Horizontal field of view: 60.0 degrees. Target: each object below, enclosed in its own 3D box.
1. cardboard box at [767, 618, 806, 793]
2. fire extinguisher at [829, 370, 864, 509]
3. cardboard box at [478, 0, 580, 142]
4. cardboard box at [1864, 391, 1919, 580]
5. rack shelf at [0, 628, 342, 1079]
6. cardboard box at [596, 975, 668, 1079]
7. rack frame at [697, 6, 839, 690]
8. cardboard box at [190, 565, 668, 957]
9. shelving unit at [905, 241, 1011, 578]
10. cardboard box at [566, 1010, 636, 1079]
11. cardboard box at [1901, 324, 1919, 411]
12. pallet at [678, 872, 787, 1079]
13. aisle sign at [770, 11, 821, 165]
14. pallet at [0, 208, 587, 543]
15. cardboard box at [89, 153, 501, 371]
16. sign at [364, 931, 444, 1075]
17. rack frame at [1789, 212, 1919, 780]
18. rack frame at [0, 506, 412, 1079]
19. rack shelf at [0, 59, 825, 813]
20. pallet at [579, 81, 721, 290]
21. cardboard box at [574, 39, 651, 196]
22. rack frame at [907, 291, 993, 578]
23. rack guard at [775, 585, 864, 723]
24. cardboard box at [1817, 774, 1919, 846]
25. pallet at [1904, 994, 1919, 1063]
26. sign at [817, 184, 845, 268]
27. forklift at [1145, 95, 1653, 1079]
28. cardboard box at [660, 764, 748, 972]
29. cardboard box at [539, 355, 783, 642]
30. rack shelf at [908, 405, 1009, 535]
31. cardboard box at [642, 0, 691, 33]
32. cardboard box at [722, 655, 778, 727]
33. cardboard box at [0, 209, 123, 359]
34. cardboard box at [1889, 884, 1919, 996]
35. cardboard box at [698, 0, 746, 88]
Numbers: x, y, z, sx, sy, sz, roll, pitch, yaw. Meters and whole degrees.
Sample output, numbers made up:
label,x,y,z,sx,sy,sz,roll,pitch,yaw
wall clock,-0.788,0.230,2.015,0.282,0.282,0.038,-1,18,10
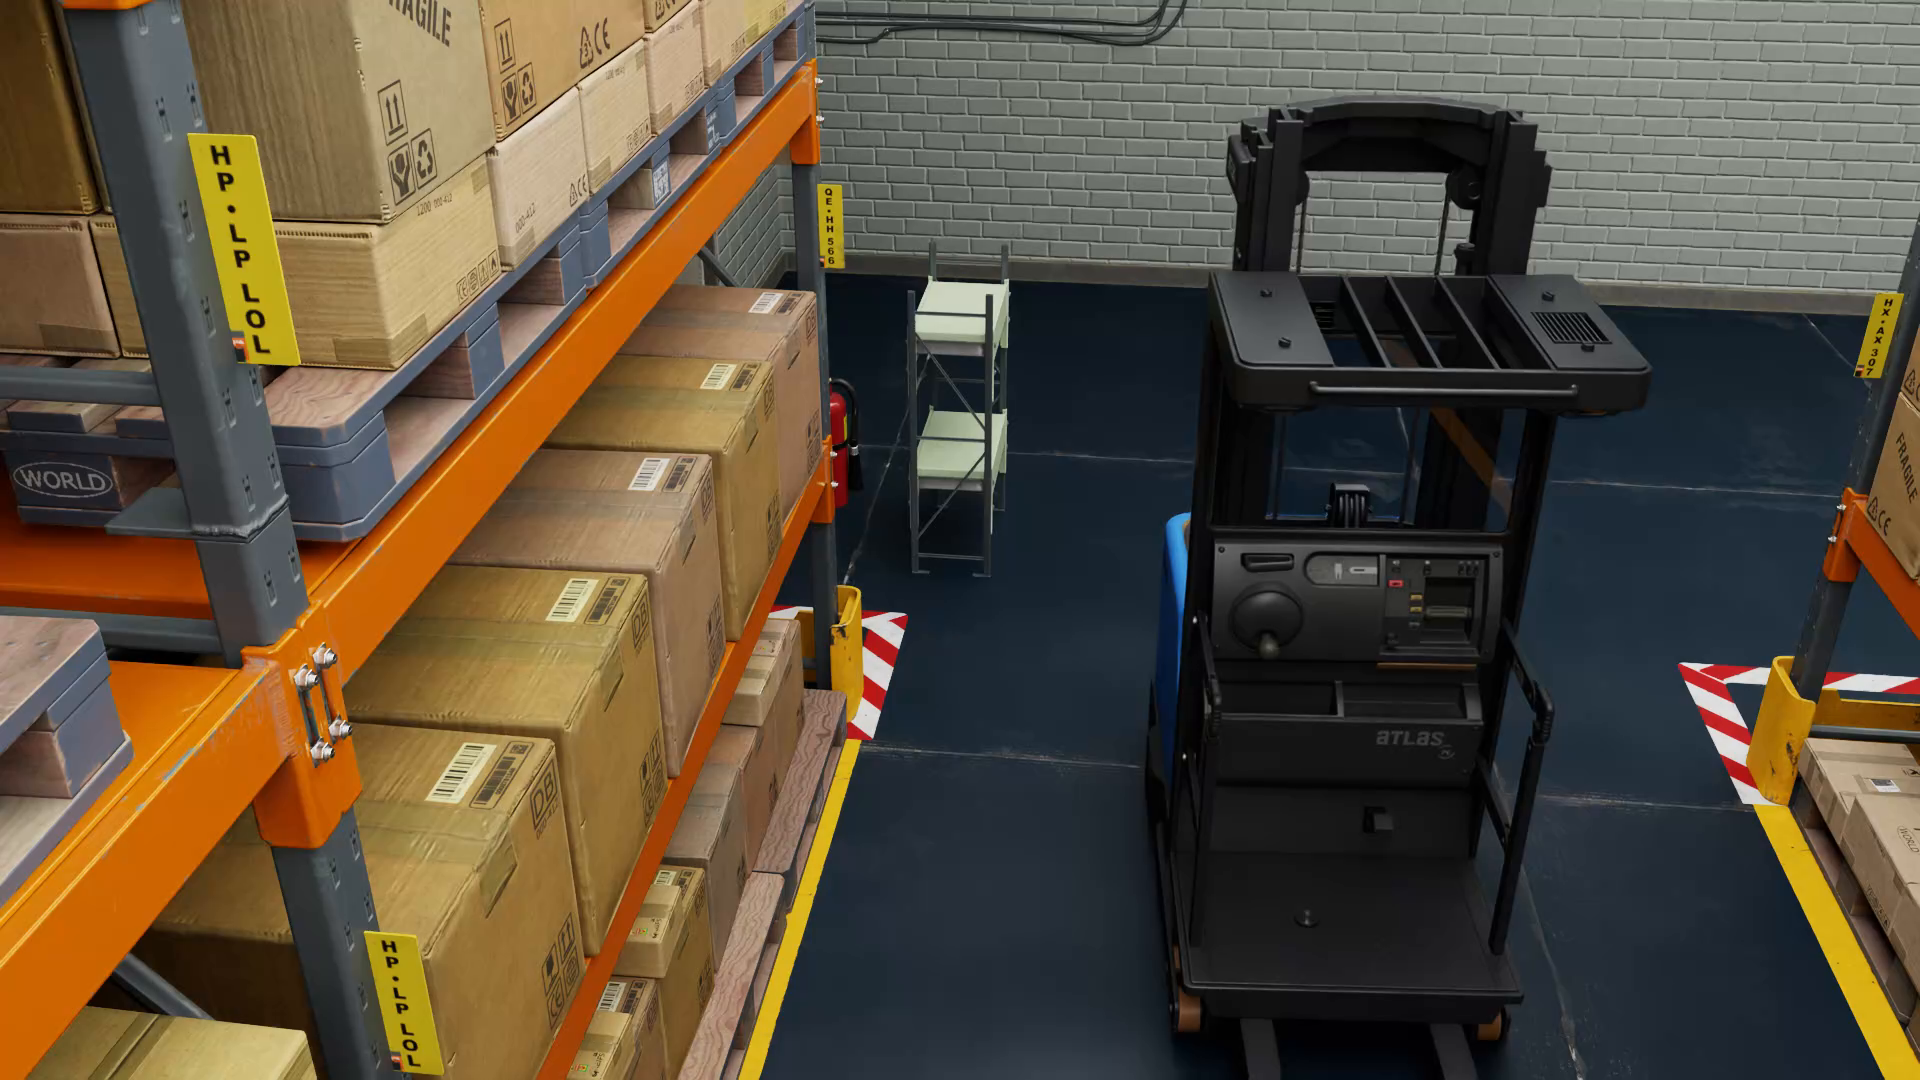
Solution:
label,x,y,z,sx,sy,sz,roll,pitch,yaw
cardboard box,-1.017,0.635,6.602,0.700,0.500,0.500,3,28,6
fire extinguisher,-0.554,-0.462,6.920,0.296,0.674,0.183,3,28,6
cardboard box,-1.098,-1.108,3.301,0.500,0.500,0.500,3,28,5
cardboard box,3.570,-0.180,5.817,0.500,0.500,0.500,4,29,7
rack shelf,-1.766,1.204,0.948,1.077,0.370,4.000,3,28,6
cardboard box,-1.263,1.600,4.810,0.700,0.500,0.500,3,28,6
rack frame,-1.031,-0.616,6.731,1.000,3.000,0.127,3,28,6
cardboard box,-1.343,0.537,4.274,0.980,0.700,0.700,3,28,5
shelving unit,-0.001,-0.657,8.388,0.431,1.500,0.755,3,28,6
cardboard box,-1.104,1.400,4.497,0.380,0.149,0.250,4,29,8
cardboard box,3.570,-0.621,5.580,0.500,0.500,0.500,4,29,8
pallet,-1.203,1.565,5.622,1.003,0.211,1.213,3,28,6
aisle sign,-0.724,-1.777,6.145,0.394,0.787,0.004,3,28,6
pallet,-1.410,-0.399,3.259,1.003,0.211,1.213,3,28,6
cardboard box,-1.175,-0.527,3.012,0.500,0.250,0.500,3,28,6
sign,-0.981,0.819,2.930,0.100,0.325,0.005,3,28,6
rack frame,3.886,-0.330,6.200,1.000,3.000,0.127,3,28,6
rack frame,-1.521,1.267,3.236,1.000,3.000,0.127,3,28,6
rack shelf,-1.276,-0.678,4.443,1.077,0.370,4.000,3,28,6
pallet,-1.258,-0.972,4.322,1.003,0.211,1.213,3,28,6
cardboard box,-1.042,-1.007,3.905,0.500,0.250,0.500,3,28,5
rack frame,-0.046,-0.485,8.069,0.400,1.500,0.023,3,28,6
rack guard,-1.028,0.473,7.345,1.175,0.500,0.348,3,28,6
cardboard box,3.463,1.019,6.220,0.380,0.166,0.250,3,28,6
pallet,3.628,1.882,5.035,1.003,0.211,1.213,3,28,6
sign,-0.494,-1.192,6.329,0.100,0.325,0.005,3,28,6
forklift,1.280,0.243,5.209,1.130,2.935,3.031,1,28,2
cardboard box,-1.140,1.107,5.725,0.700,0.500,0.500,2,28,5
cardboard box,-1.161,-0.164,5.576,0.980,0.700,0.700,3,28,6
rack shelf,-0.001,-0.370,8.543,0.431,0.370,0.720,3,28,6
cardboard box,-0.977,-1.588,4.192,0.500,0.500,0.500,2,28,4
cardboard box,-0.883,0.541,6.093,0.380,0.149,0.250,4,29,8
cardboard box,-1.670,-0.552,3.060,0.500,0.250,0.500,4,29,7
cardboard box,3.415,1.397,5.429,0.500,0.250,0.500,3,28,6
cardboard box,-0.920,-1.494,4.808,0.500,0.250,0.500,2,28,4
